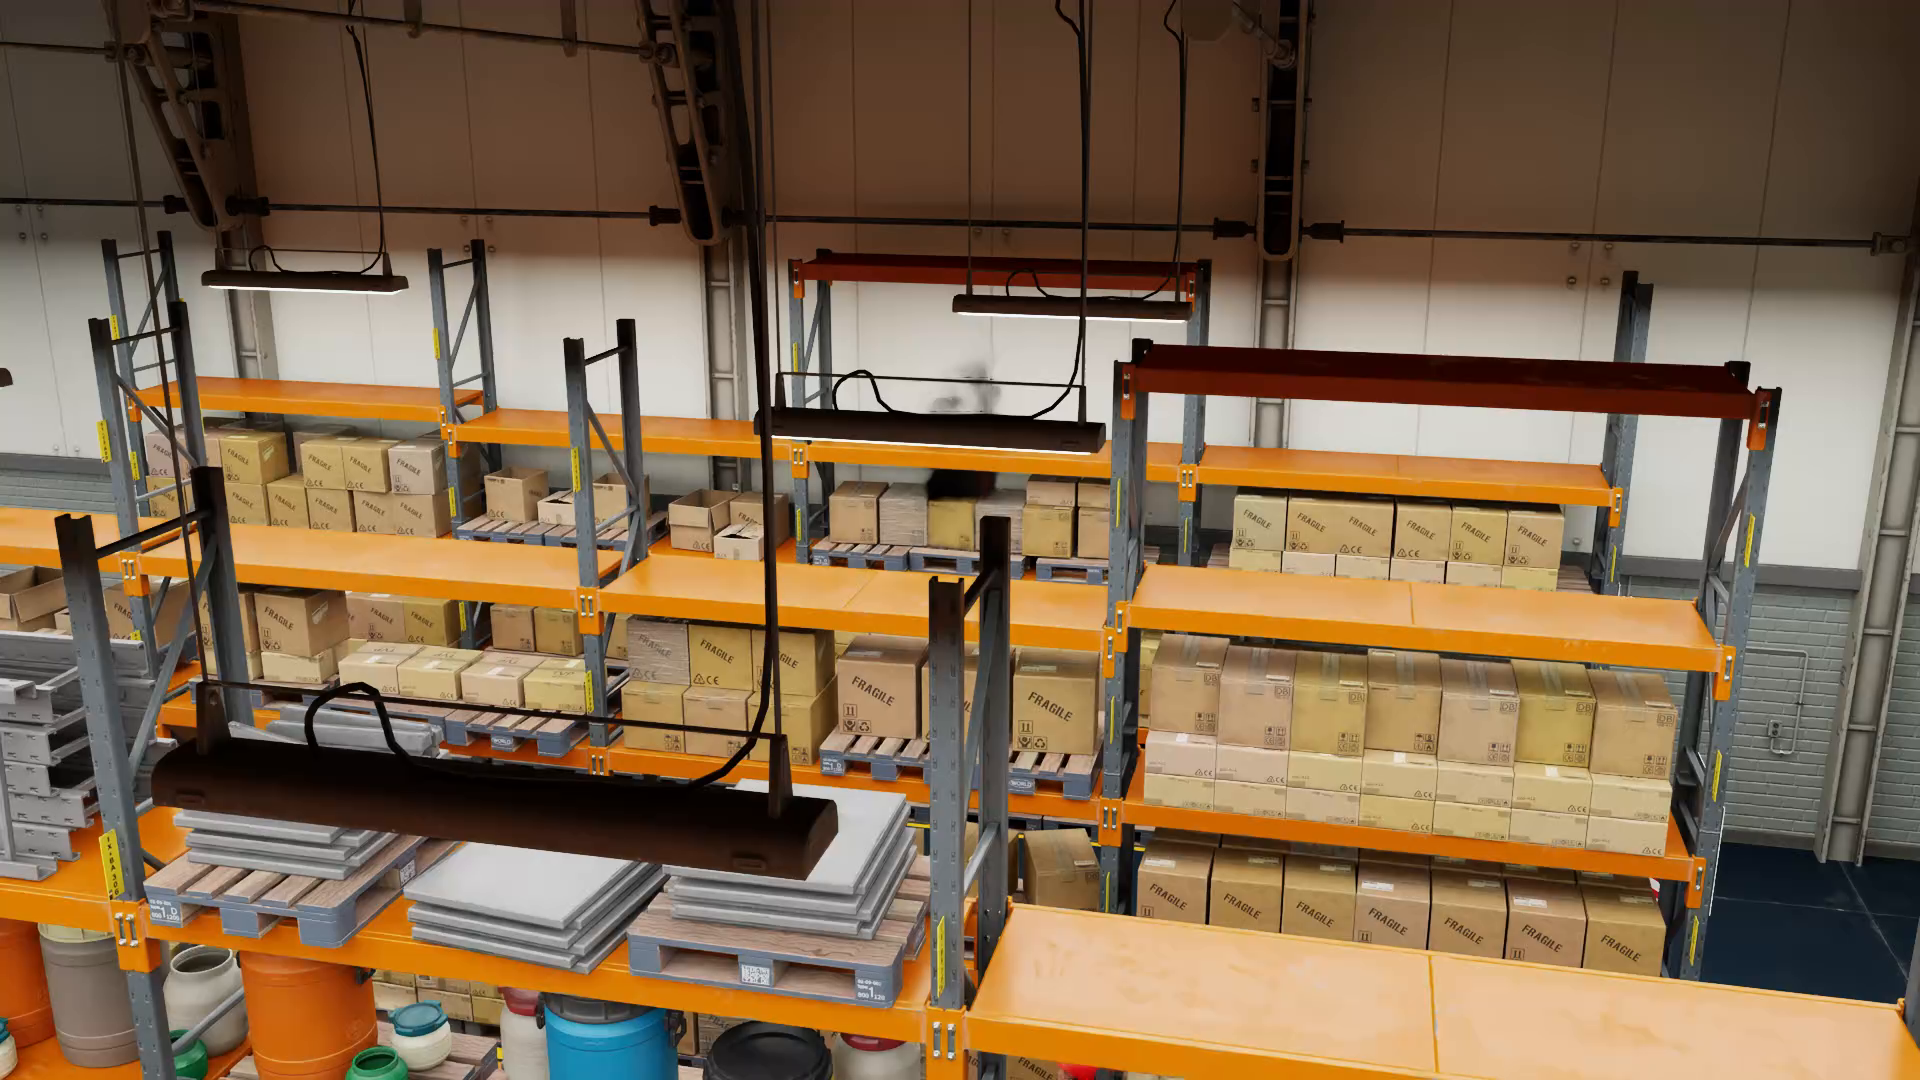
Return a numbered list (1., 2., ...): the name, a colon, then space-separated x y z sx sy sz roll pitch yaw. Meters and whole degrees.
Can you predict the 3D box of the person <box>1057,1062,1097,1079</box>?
1. person: 0.763 4.157 11.039 0.586 1.746 0.661 3 17 10
